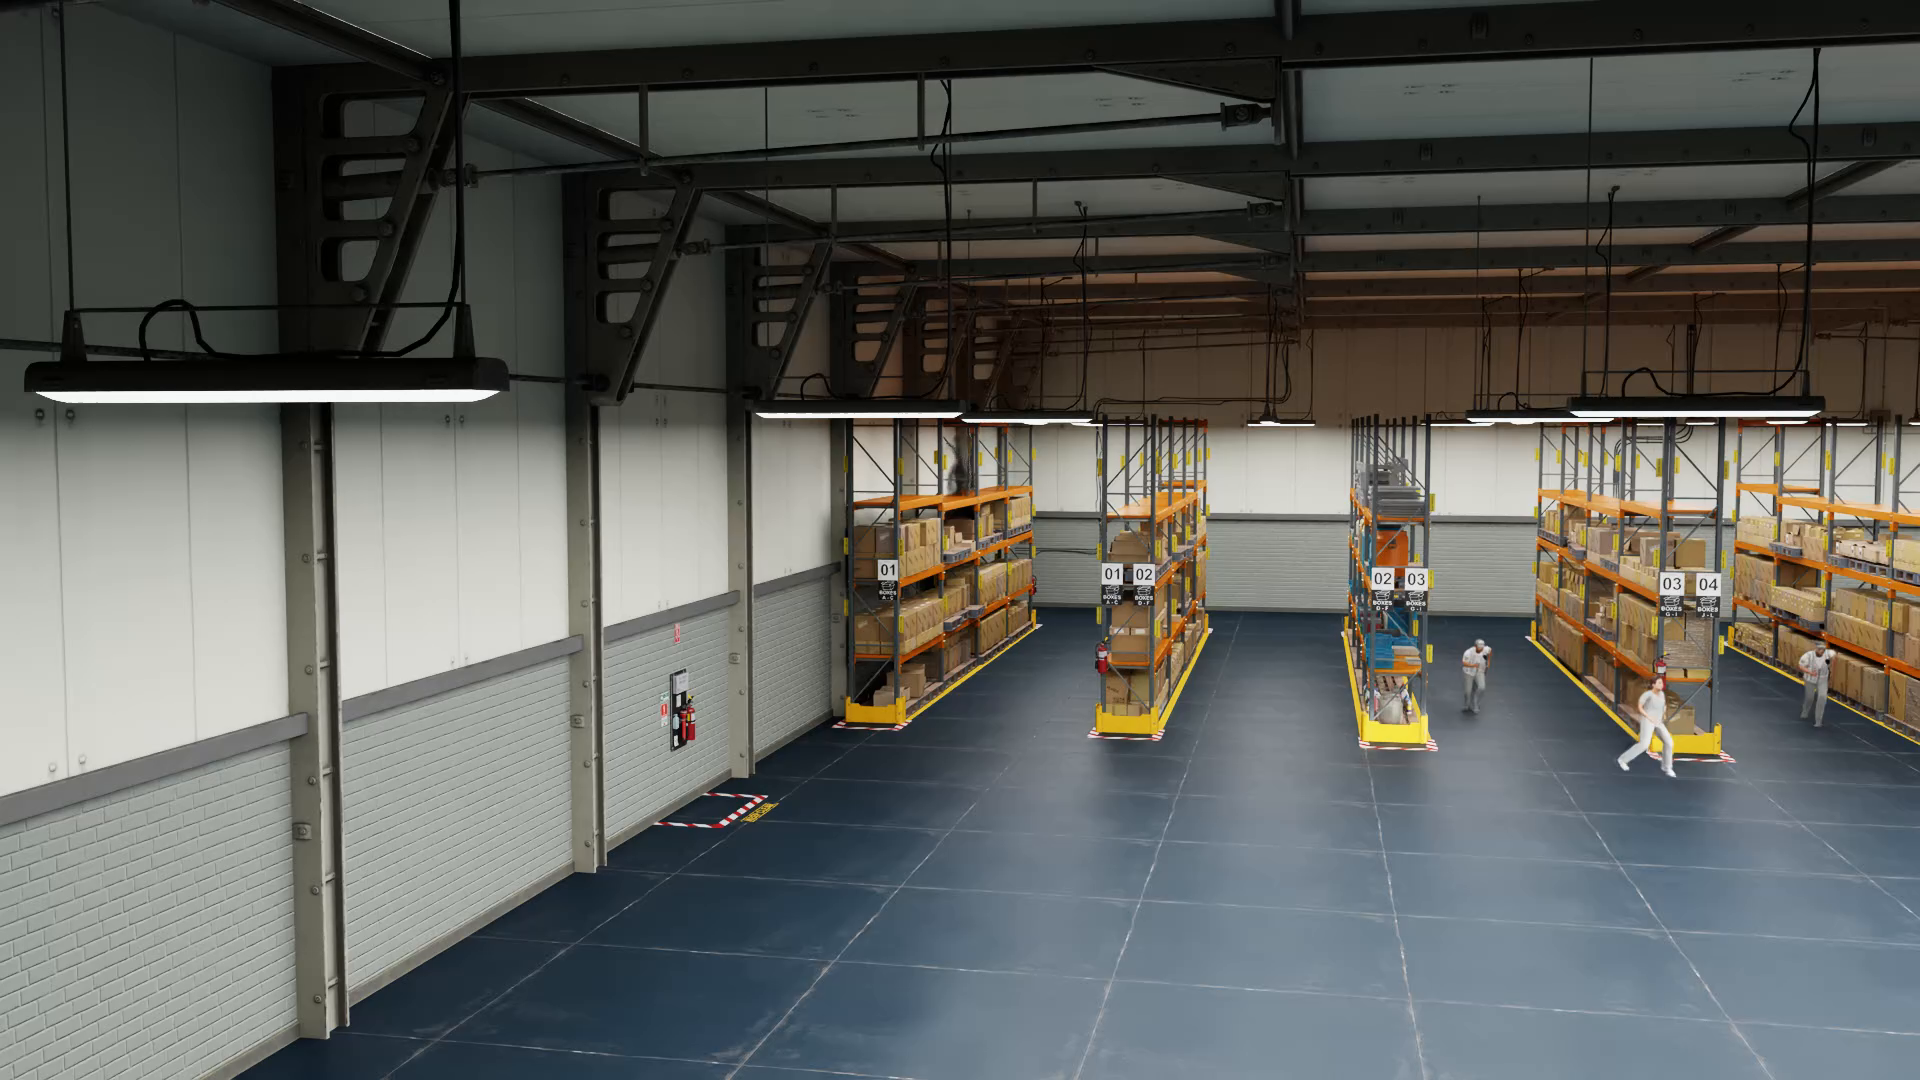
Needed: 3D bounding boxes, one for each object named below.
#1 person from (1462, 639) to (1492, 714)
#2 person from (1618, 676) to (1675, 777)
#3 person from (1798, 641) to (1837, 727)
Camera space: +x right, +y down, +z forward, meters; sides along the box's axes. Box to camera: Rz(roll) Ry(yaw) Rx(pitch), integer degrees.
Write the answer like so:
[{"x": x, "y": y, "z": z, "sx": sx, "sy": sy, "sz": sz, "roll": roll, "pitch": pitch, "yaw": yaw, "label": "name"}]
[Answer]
[{"x": 10.415, "y": 2.737, "z": 33.565, "sx": 0.642, "sy": 1.552, "sz": 0.945, "roll": 0, "pitch": 4, "yaw": 0, "label": "person"}, {"x": 11.453, "y": 3.079, "z": 27.619, "sx": 0.806, "sy": 1.663, "sz": 0.743, "roll": -2, "pitch": 4, "yaw": -30, "label": "person"}, {"x": 16.626, "y": 2.775, "z": 32.330, "sx": 0.707, "sy": 1.721, "sz": 1.019, "roll": 1, "pitch": 4, "yaw": 13, "label": "person"}]
